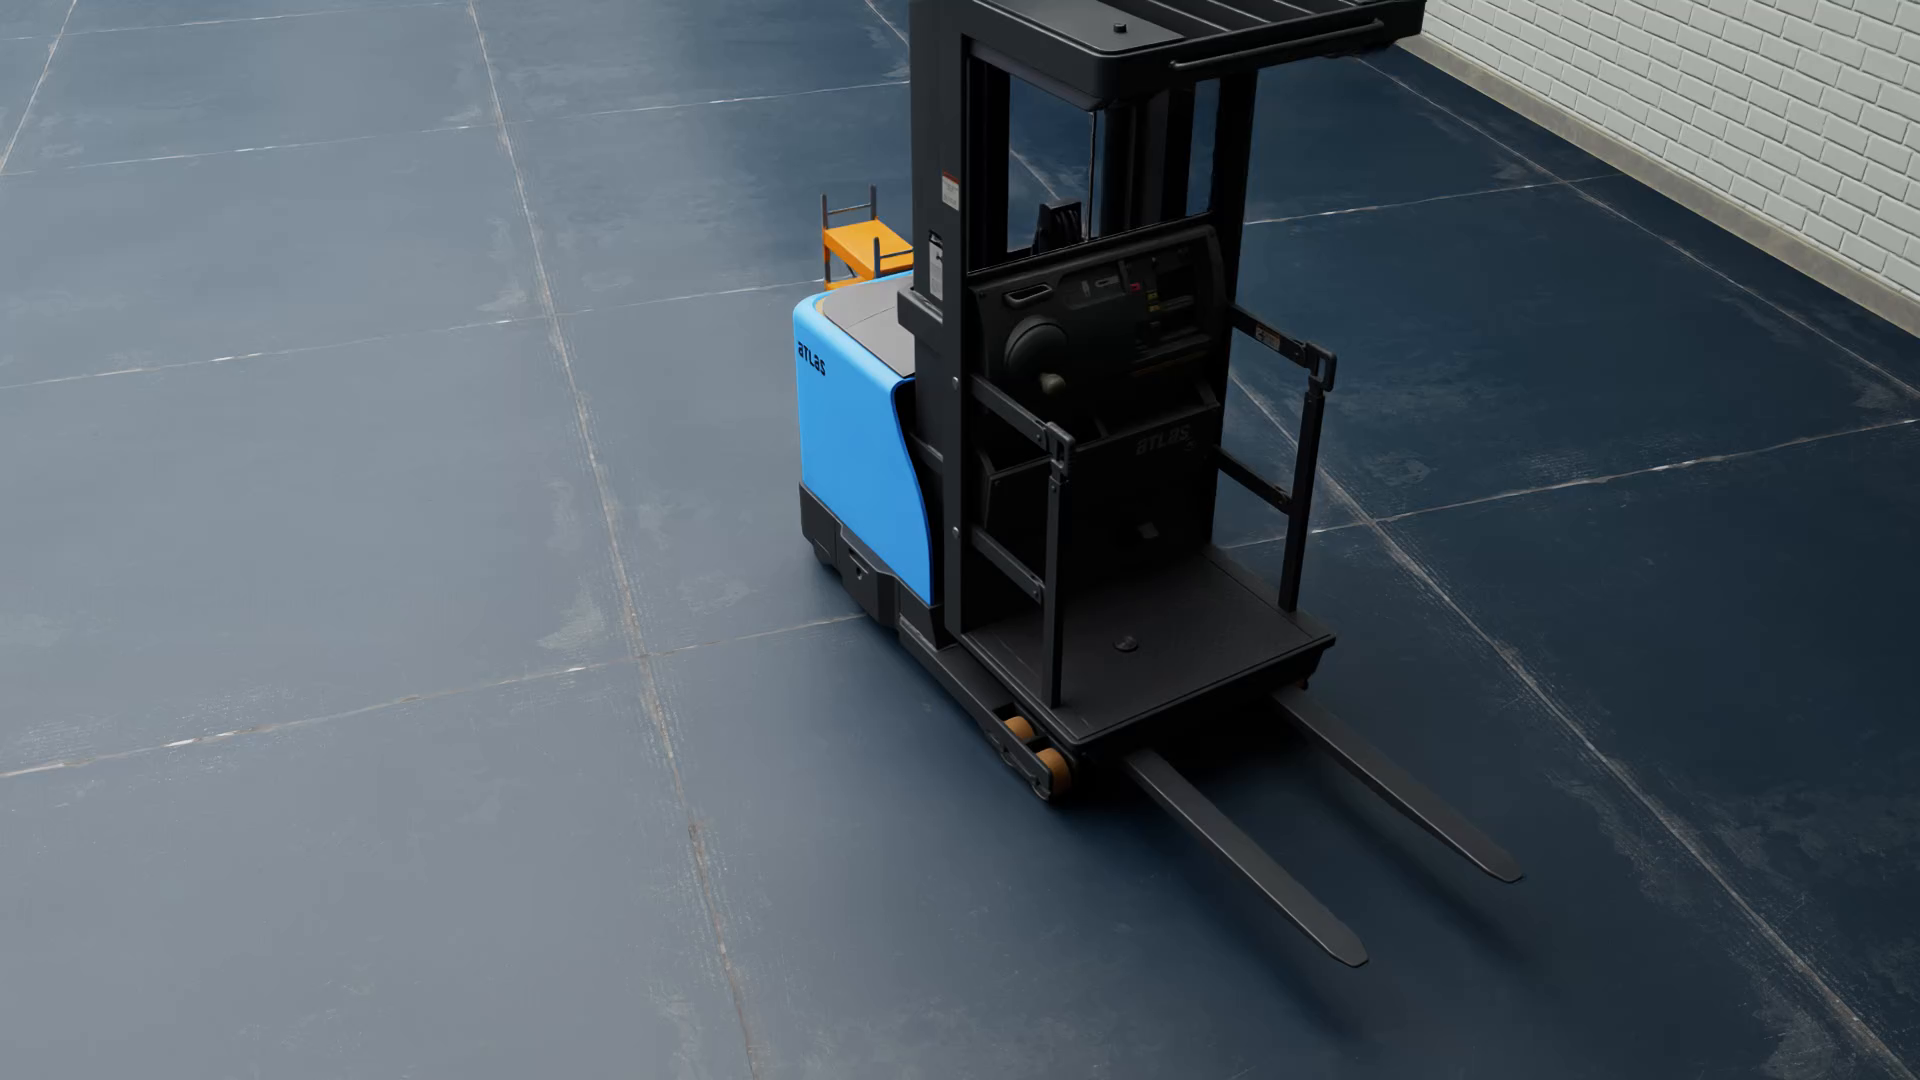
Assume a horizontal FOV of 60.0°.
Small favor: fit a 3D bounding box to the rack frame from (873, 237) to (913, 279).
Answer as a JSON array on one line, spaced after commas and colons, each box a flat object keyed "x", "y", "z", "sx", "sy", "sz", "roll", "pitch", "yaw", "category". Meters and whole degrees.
[{"x": -0.221, "y": -0.674, "z": 6.681, "sx": 0.240, "sy": 1.200, "sz": 0.015, "roll": -16, "pitch": 37, "yaw": -23, "category": "rack frame"}]

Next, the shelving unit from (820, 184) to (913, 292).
[{"x": -0.336, "y": -0.792, "z": 6.861, "sx": 0.258, "sy": 1.200, "sz": 0.503, "roll": -16, "pitch": 37, "yaw": -23, "category": "shelving unit"}]

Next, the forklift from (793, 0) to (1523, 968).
[{"x": 0.568, "y": -0.668, "z": 5.102, "sx": 1.130, "sy": 2.935, "sz": 3.031, "roll": -19, "pitch": 38, "yaw": -26, "category": "forklift"}]

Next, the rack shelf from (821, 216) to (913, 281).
[{"x": -0.336, "y": -1.120, "z": 6.644, "sx": 0.258, "sy": 0.148, "sz": 0.480, "roll": -16, "pitch": 37, "yaw": -23, "category": "rack shelf"}]

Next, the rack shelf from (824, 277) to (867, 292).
[{"x": -0.336, "y": -0.923, "z": 6.774, "sx": 0.258, "sy": 0.148, "sz": 0.480, "roll": -16, "pitch": 37, "yaw": -23, "category": "rack shelf"}]

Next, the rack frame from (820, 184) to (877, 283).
[{"x": -0.451, "y": -0.911, "z": 7.040, "sx": 0.240, "sy": 1.200, "sz": 0.015, "roll": -16, "pitch": 37, "yaw": -23, "category": "rack frame"}]
